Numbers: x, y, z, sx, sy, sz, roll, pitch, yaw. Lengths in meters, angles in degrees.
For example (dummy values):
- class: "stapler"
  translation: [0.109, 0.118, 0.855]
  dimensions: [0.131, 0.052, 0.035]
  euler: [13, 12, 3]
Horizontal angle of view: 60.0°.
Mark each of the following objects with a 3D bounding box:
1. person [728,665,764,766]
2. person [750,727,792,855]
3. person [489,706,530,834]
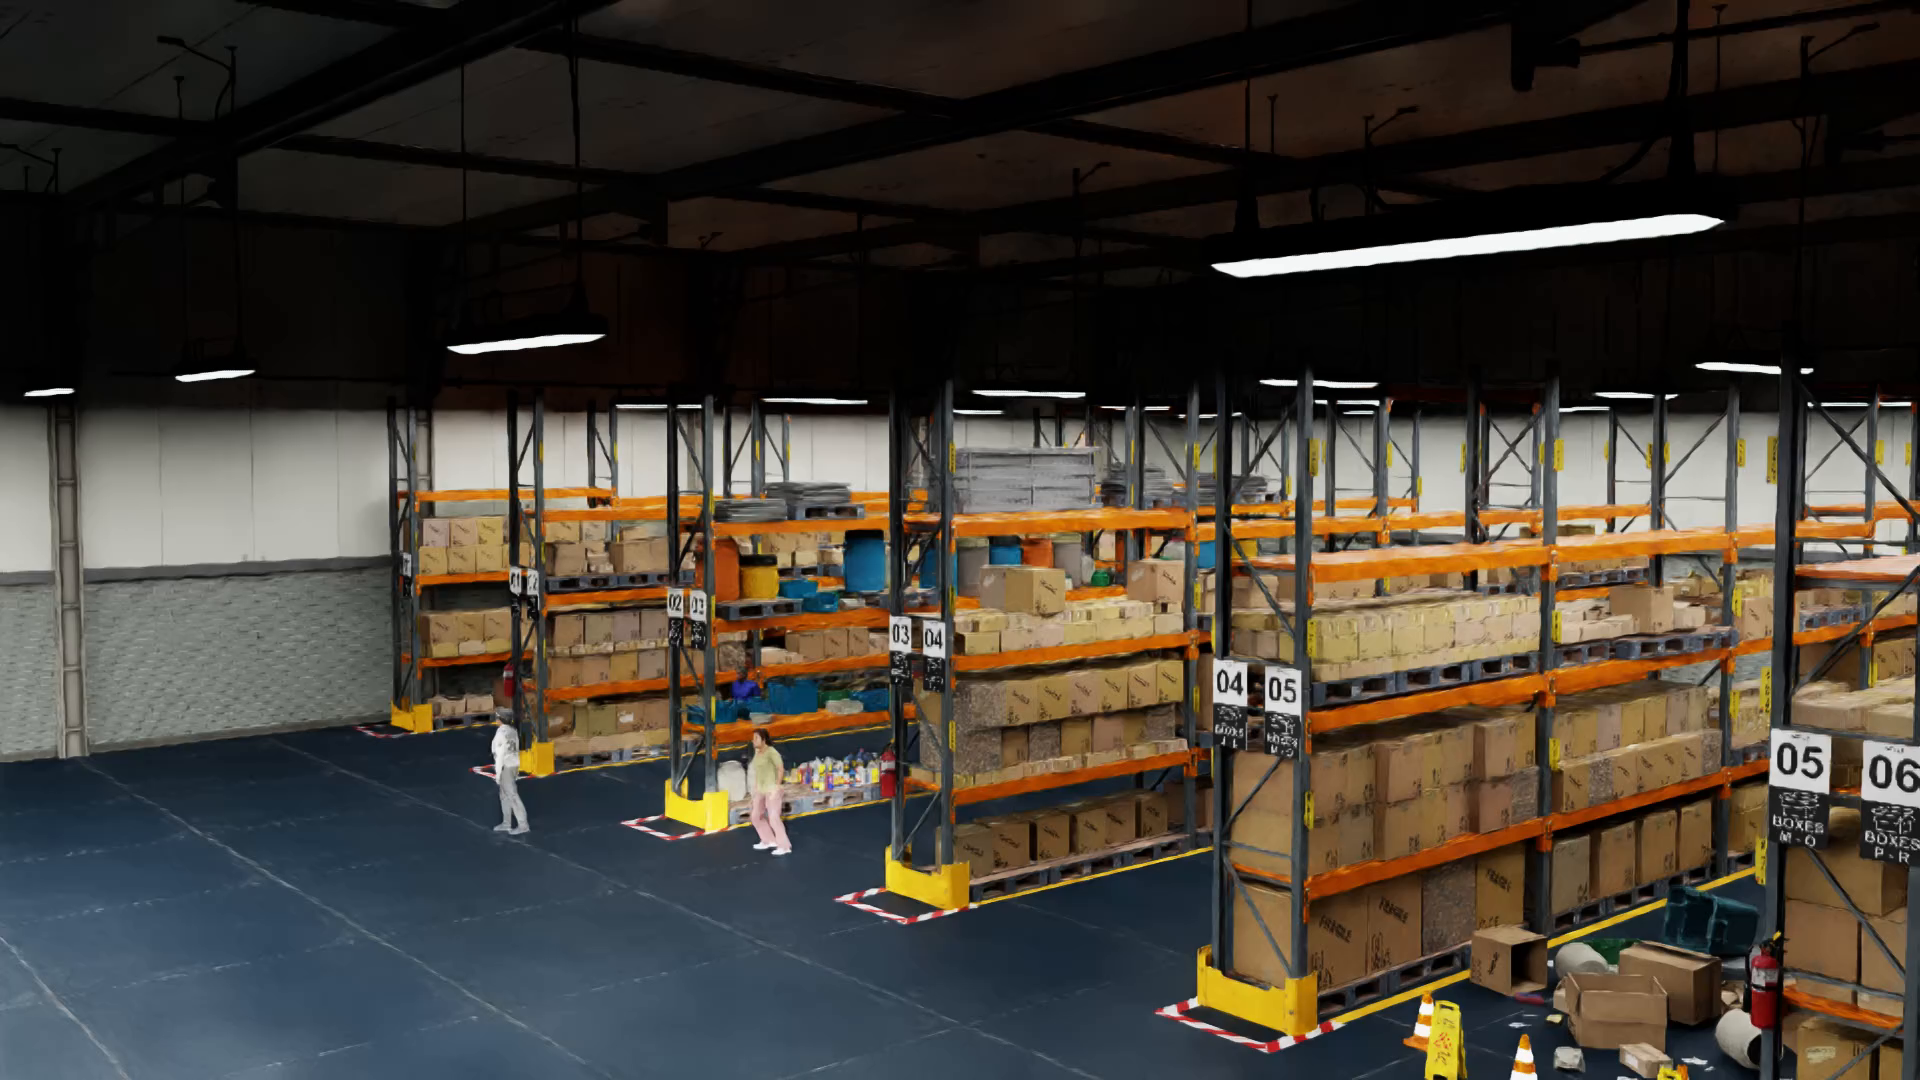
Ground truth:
- class: "person"
  translation: [-3.408, 2.798, 26.815]
  dimensions: [0.617, 1.583, 0.812]
  euler: [2, 4, 31]
- class: "person"
  translation: [-2.396, 3.142, 20.885]
  dimensions: [0.507, 1.619, 0.598]
  euler: [-3, 5, -43]
- class: "person"
  translation: [-5.971, 3.051, 22.063]
  dimensions: [0.566, 1.661, 0.507]
  euler: [0, 3, 7]
